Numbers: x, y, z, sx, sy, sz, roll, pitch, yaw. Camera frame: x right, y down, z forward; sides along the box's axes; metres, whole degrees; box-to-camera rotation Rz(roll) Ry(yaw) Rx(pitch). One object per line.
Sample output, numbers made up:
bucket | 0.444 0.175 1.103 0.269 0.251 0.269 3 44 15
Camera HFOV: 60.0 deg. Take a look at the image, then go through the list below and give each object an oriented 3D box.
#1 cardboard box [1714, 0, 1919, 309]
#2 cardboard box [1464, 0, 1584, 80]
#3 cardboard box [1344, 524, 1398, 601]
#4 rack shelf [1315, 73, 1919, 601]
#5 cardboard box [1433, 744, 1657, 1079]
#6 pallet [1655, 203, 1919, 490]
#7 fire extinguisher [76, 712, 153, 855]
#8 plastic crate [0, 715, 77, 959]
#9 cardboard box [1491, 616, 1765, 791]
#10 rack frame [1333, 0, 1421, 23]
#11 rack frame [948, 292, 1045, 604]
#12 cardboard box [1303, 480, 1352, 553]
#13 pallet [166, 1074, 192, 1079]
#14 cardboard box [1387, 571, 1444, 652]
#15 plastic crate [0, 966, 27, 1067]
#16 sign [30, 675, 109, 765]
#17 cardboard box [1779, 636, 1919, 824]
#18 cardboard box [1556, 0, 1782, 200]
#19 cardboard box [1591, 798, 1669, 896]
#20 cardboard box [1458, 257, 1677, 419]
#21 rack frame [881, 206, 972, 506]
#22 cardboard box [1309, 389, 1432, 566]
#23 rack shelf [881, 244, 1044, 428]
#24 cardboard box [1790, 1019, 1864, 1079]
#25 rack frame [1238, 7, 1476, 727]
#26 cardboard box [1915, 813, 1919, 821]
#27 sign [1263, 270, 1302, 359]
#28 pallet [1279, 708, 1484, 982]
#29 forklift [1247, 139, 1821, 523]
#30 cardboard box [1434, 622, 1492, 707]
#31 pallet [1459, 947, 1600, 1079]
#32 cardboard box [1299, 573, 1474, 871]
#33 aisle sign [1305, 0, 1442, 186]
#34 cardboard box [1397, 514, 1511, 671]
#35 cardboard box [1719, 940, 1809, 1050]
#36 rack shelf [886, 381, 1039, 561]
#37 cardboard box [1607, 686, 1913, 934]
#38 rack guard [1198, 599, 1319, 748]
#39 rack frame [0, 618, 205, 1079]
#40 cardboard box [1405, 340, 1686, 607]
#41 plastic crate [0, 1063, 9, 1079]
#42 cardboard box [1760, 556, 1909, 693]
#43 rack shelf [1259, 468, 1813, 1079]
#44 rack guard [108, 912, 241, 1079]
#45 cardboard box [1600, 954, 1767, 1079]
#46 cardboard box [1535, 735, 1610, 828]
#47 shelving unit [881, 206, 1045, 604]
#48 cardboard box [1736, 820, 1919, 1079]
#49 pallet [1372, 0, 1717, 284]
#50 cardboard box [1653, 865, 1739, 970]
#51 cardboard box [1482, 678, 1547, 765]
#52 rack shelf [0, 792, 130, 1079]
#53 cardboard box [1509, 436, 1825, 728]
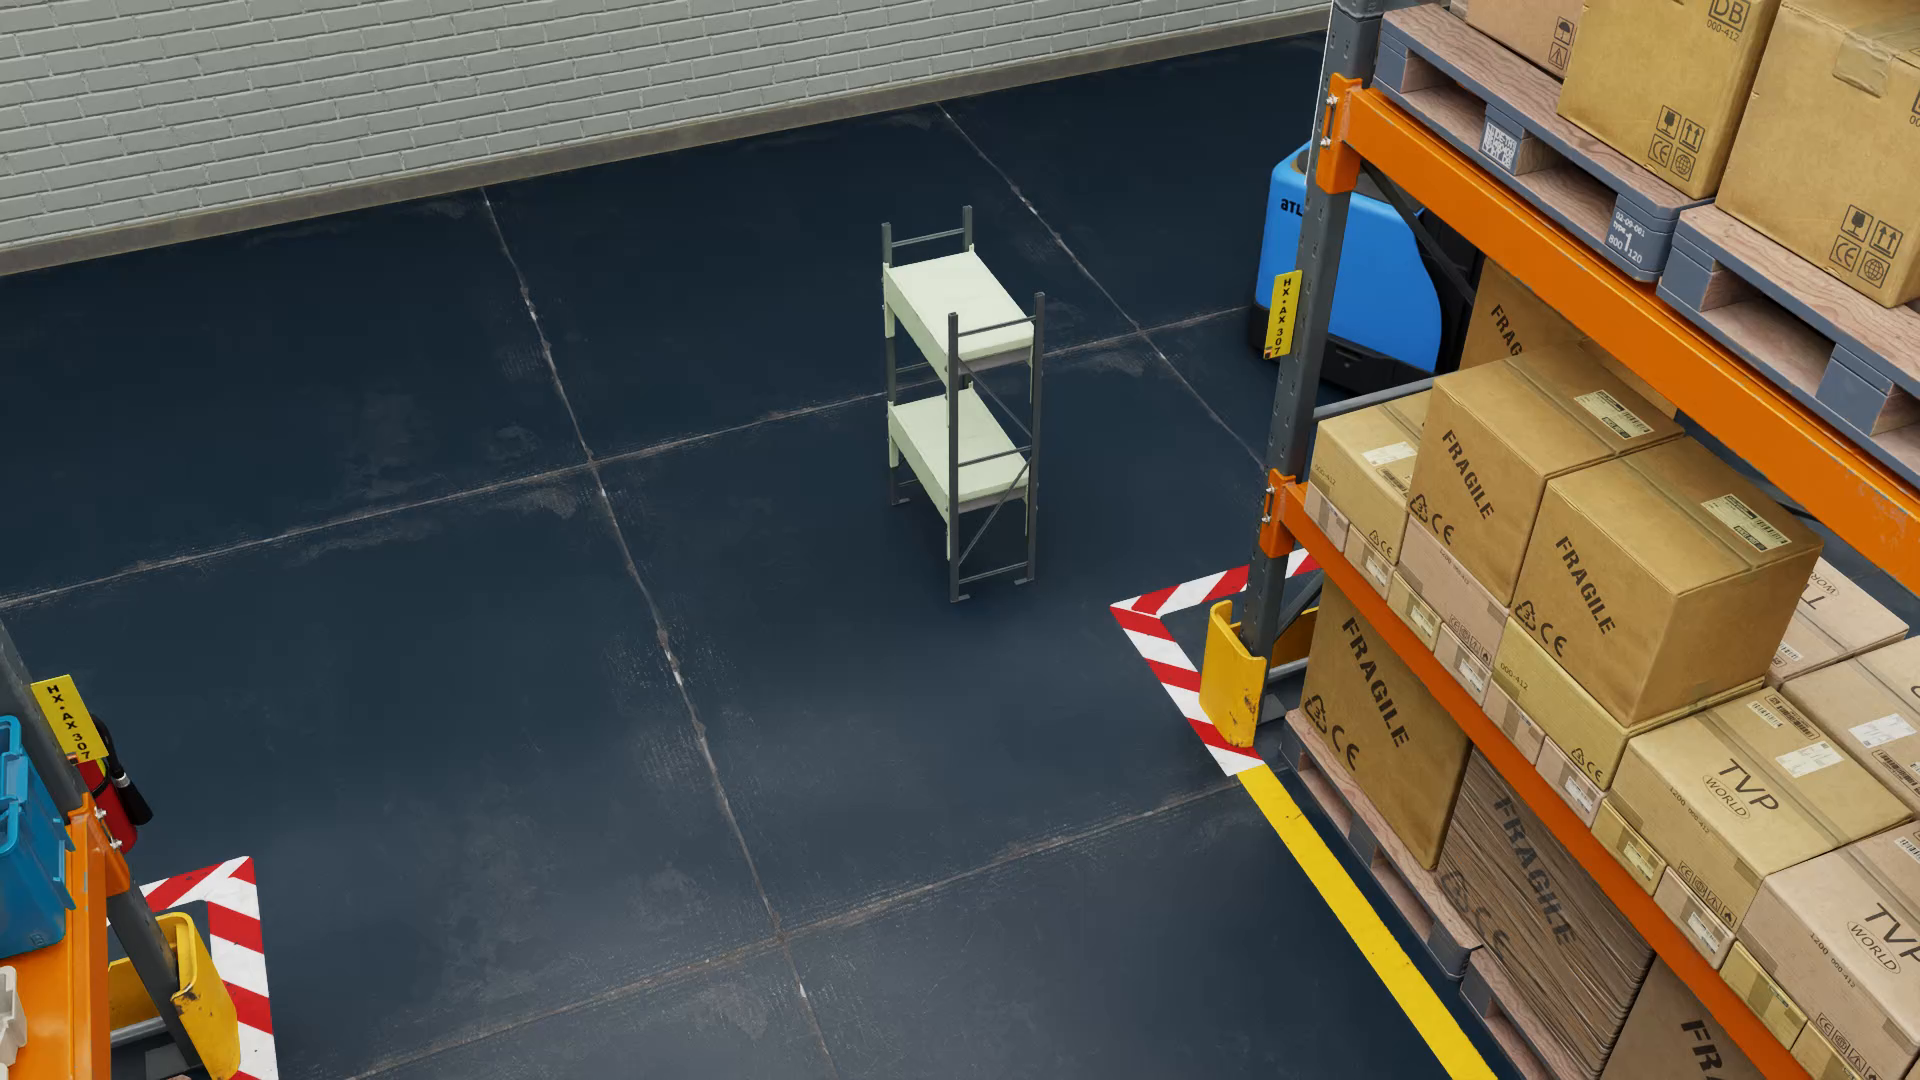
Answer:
cardboard box | 2.179 -0.925 3.667 0.700 0.500 0.500 -18 44 -20
cardboard box | 1.832 -1.593 4.445 0.700 0.500 0.500 -18 44 -19
cardboard box | 1.514 0.025 5.532 0.380 0.149 0.250 -16 43 -17
rack shelf | 2.349 -0.180 3.829 1.077 0.370 4.000 -15 43 -17
cardboard box | 2.251 1.040 5.467 0.875 0.875 0.875 -15 43 -17
pallet | 2.348 -0.444 3.652 1.003 0.211 1.213 -15 43 -17
fire extinguisher | -2.630 0.681 4.921 0.296 0.674 0.183 -15 43 -17
plastic crate | -2.692 0.834 4.325 0.616 0.435 0.499 -15 43 -17
cardboard box | 1.912 0.395 4.796 0.500 0.250 0.500 -16 43 -18
rack frame | 1.584 -2.795 4.017 1.000 3.000 0.127 -15 43 -17
rack frame | 0.143 -0.344 6.919 0.400 1.500 0.023 -15 43 -17
cardboard box | 1.415 -0.129 5.711 0.380 0.149 0.250 -15 43 -16
pallet | -2.713 2.279 4.857 1.003 0.211 1.213 -15 43 -17
cardboard box | 1.612 0.179 5.352 0.380 0.149 0.250 -16 43 -18
plastic crate | -2.513 1.238 4.084 0.396 0.136 0.243 -15 43 -17
sign | -2.490 0.506 4.654 0.100 0.325 0.005 -15 43 -17
cardboard box | 2.606 0.574 4.587 0.500 0.250 0.500 -15 43 -17
cardboard box | 1.936 -1.224 4.015 0.700 0.500 0.500 -17 43 -18
cardboard box | 2.004 0.797 4.634 0.380 0.149 0.250 -16 43 -18
cardboard box | 2.013 -0.633 5.416 0.500 0.500 0.500 -15 43 -16
rack frame | -0.137 -0.785 7.431 0.400 1.500 0.023 -15 43 -17
cardboard box | 1.518 -0.220 5.511 0.500 0.250 0.500 -16 43 -18
rack shelf | 0.003 -0.861 6.920 0.431 0.370 0.720 -15 43 -17
cardboard box | 2.301 1.262 4.093 0.380 0.149 0.250 -14 43 -16
rack frame | 1.584 -0.521 5.973 1.000 3.000 0.127 -15 43 -17
cardboard box | 2.787 0.873 4.240 0.500 0.250 0.500 -14 43 -16
sign | 1.069 -0.744 5.509 0.100 0.325 0.005 -15 43 -17
pallet | 1.962 0.999 6.345 1.003 0.211 1.213 -15 43 -17
forklift | 2.989 -1.770 7.479 3.031 2.935 1.130 27 48 28
cardboard box | 1.713 0.336 5.170 0.380 0.149 0.250 -16 43 -18
pallet | 2.425 1.733 5.492 1.003 0.211 1.213 -15 43 -17
cardboard box | 1.903 0.491 6.104 0.875 0.875 0.875 -15 43 -17
aisle sign | 1.279 -1.475 5.089 0.394 0.787 0.004 -15 43 -17
cardboard box | 1.723 0.091 5.149 0.500 0.250 0.500 -16 43 -17
cardboard box | 2.203 1.108 4.272 0.380 0.149 0.250 -16 43 -18
rack shelf | 0.003 -0.317 7.387 0.431 0.370 0.720 -15 43 -17
cardboard box | 2.116 0.708 4.432 0.500 0.250 0.500 -16 43 -18
rack guard | 1.575 0.413 6.805 1.175 0.500 0.348 -15 43 -17
rack frame | -2.992 0.715 4.537 1.000 3.000 0.127 -15 43 -17
cardboard box | 1.709 -0.203 4.916 0.500 0.500 0.500 -16 43 -18
plastic crate | -2.416 1.416 3.877 0.396 0.136 0.243 -15 43 -17
cardboard box | 2.403 0.261 4.951 0.500 0.250 0.500 -17 43 -18
rack shelf | 2.349 0.957 4.807 1.077 0.370 4.000 -15 43 -17
rack guard | -3.014 1.652 5.365 1.175 0.500 0.348 -15 43 -17
cardboard box | 2.591 1.576 4.843 0.875 0.875 0.875 -15 43 -17
cardboard box | 1.909 0.645 4.811 0.380 0.149 0.250 -16 43 -17
shelving unit | 0.003 -0.565 7.175 0.431 1.500 0.755 -15 43 -17
cardboard box | 2.307 1.014 4.076 0.500 0.250 0.500 -14 43 -16
pallet | 1.877 -1.180 4.508 1.003 0.211 1.213 -15 43 -17
cardboard box | 2.106 0.955 4.451 0.380 0.149 0.250 -14 43 -16
cardboard box | 1.810 0.489 4.992 0.380 0.149 0.250 -16 43 -18
rack shelf | -2.227 2.193 3.370 1.077 0.370 4.000 -15 43 -17
cardboard box | 1.913 0.107 4.555 0.500 0.500 0.500 -16 43 -18
